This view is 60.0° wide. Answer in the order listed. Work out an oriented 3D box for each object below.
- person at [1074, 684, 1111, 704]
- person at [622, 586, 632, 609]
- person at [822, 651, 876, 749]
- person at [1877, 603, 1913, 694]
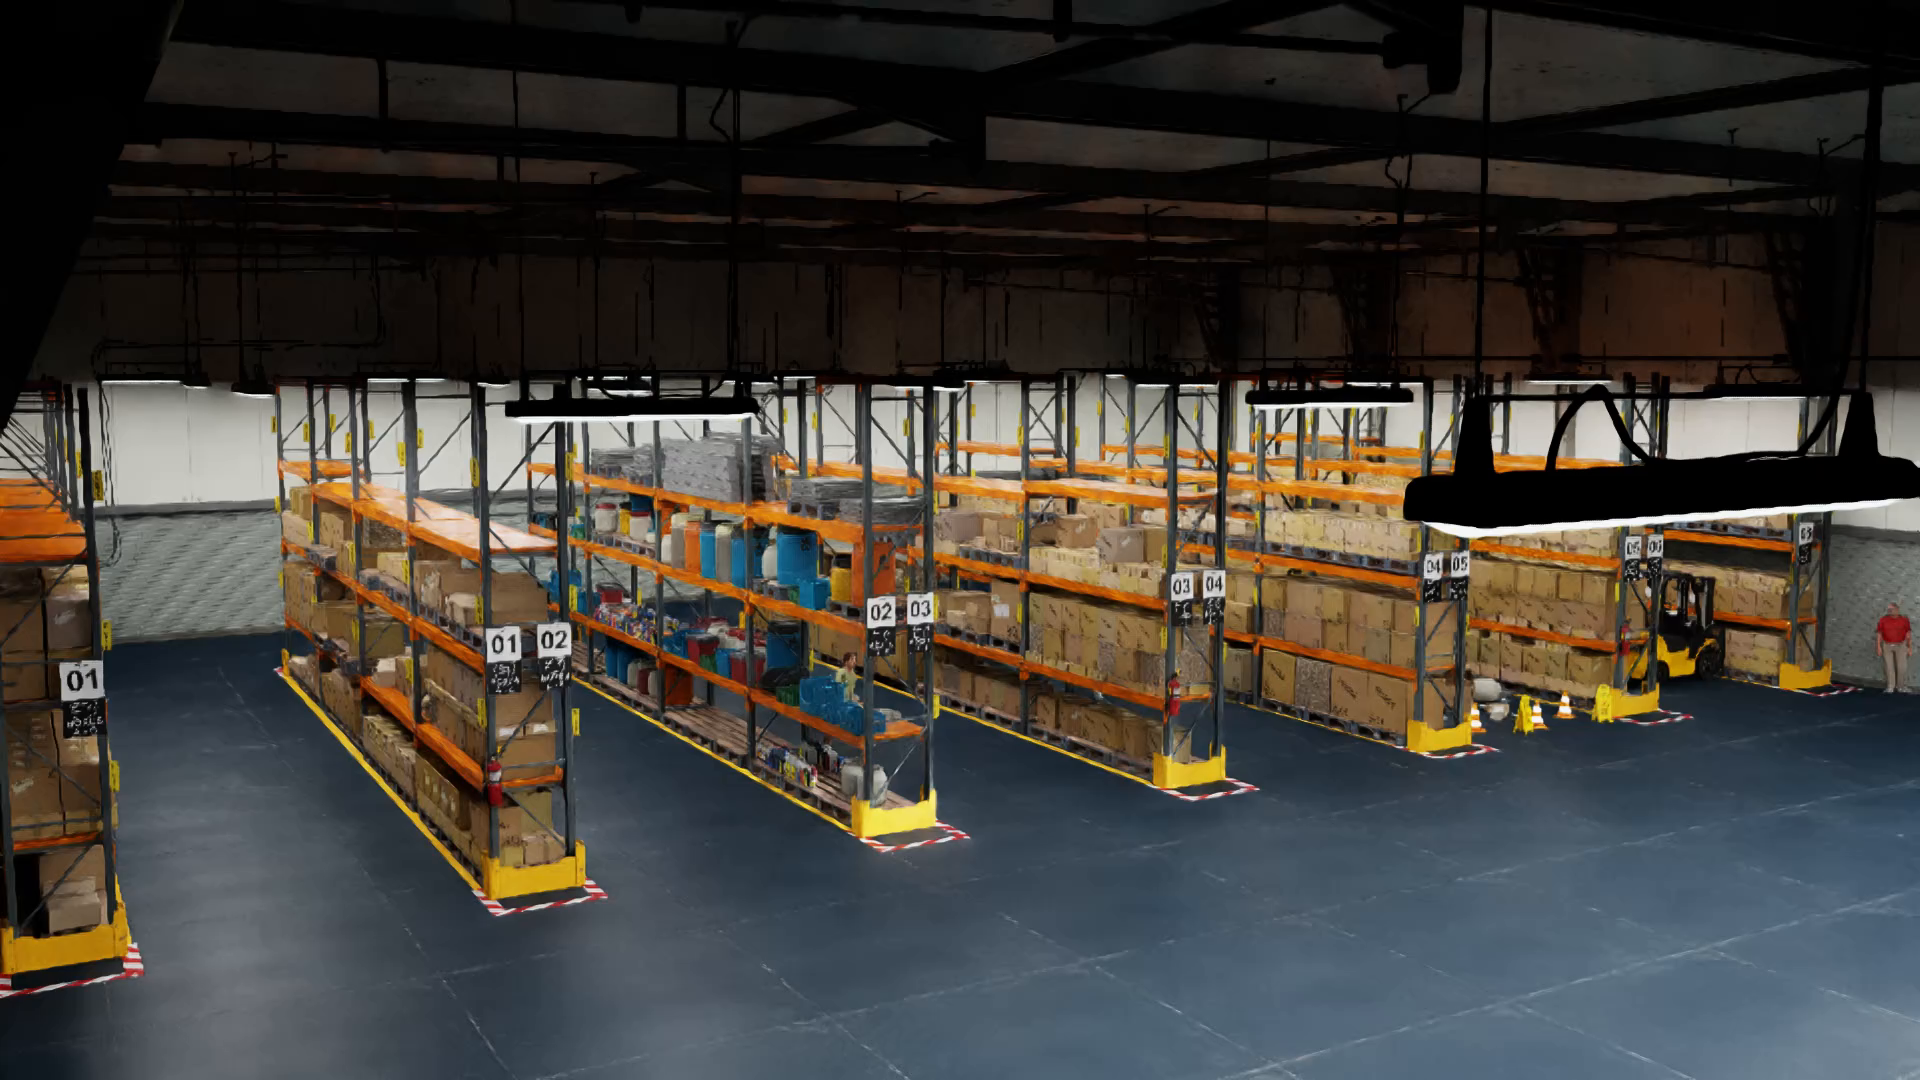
[{"bbox_3d":[2.283,2.157,30.421,0.542,1.672,1.126,-3,7,-27],"label":"person"},{"bbox_3d":[-6.739,1.774,33.920,0.440,1.678,0.548,-6,9,-43],"label":"person"},{"bbox_3d":[-1.847,2.586,26.895,0.786,1.613,0.621,5,8,39],"label":"person"},{"bbox_3d":[17.645,2.037,31.356,0.653,1.721,0.415,3,7,28],"label":"person"}]
